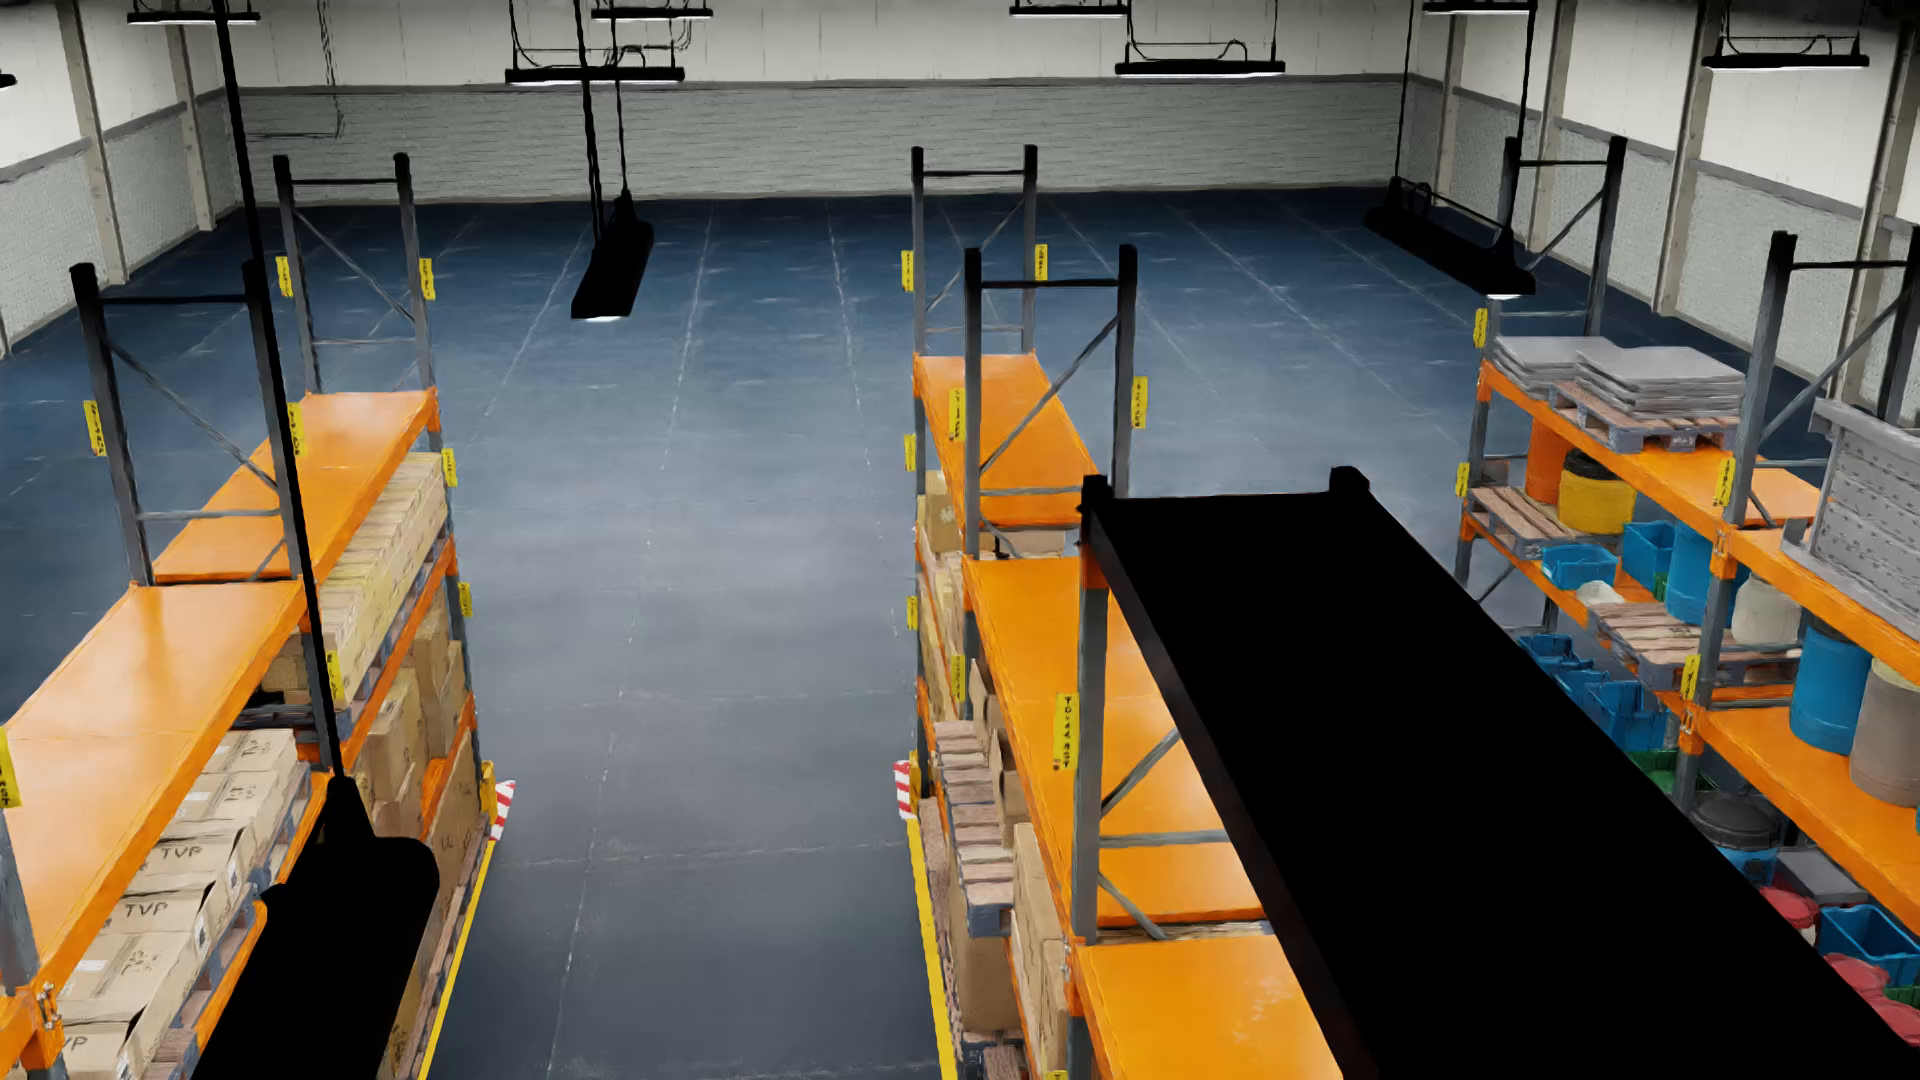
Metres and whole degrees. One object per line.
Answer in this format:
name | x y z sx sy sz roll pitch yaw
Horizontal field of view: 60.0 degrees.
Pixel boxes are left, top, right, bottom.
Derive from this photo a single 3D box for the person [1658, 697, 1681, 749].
person | 7.026 1.218 16.161 0.527 1.757 0.726 20 29 41
